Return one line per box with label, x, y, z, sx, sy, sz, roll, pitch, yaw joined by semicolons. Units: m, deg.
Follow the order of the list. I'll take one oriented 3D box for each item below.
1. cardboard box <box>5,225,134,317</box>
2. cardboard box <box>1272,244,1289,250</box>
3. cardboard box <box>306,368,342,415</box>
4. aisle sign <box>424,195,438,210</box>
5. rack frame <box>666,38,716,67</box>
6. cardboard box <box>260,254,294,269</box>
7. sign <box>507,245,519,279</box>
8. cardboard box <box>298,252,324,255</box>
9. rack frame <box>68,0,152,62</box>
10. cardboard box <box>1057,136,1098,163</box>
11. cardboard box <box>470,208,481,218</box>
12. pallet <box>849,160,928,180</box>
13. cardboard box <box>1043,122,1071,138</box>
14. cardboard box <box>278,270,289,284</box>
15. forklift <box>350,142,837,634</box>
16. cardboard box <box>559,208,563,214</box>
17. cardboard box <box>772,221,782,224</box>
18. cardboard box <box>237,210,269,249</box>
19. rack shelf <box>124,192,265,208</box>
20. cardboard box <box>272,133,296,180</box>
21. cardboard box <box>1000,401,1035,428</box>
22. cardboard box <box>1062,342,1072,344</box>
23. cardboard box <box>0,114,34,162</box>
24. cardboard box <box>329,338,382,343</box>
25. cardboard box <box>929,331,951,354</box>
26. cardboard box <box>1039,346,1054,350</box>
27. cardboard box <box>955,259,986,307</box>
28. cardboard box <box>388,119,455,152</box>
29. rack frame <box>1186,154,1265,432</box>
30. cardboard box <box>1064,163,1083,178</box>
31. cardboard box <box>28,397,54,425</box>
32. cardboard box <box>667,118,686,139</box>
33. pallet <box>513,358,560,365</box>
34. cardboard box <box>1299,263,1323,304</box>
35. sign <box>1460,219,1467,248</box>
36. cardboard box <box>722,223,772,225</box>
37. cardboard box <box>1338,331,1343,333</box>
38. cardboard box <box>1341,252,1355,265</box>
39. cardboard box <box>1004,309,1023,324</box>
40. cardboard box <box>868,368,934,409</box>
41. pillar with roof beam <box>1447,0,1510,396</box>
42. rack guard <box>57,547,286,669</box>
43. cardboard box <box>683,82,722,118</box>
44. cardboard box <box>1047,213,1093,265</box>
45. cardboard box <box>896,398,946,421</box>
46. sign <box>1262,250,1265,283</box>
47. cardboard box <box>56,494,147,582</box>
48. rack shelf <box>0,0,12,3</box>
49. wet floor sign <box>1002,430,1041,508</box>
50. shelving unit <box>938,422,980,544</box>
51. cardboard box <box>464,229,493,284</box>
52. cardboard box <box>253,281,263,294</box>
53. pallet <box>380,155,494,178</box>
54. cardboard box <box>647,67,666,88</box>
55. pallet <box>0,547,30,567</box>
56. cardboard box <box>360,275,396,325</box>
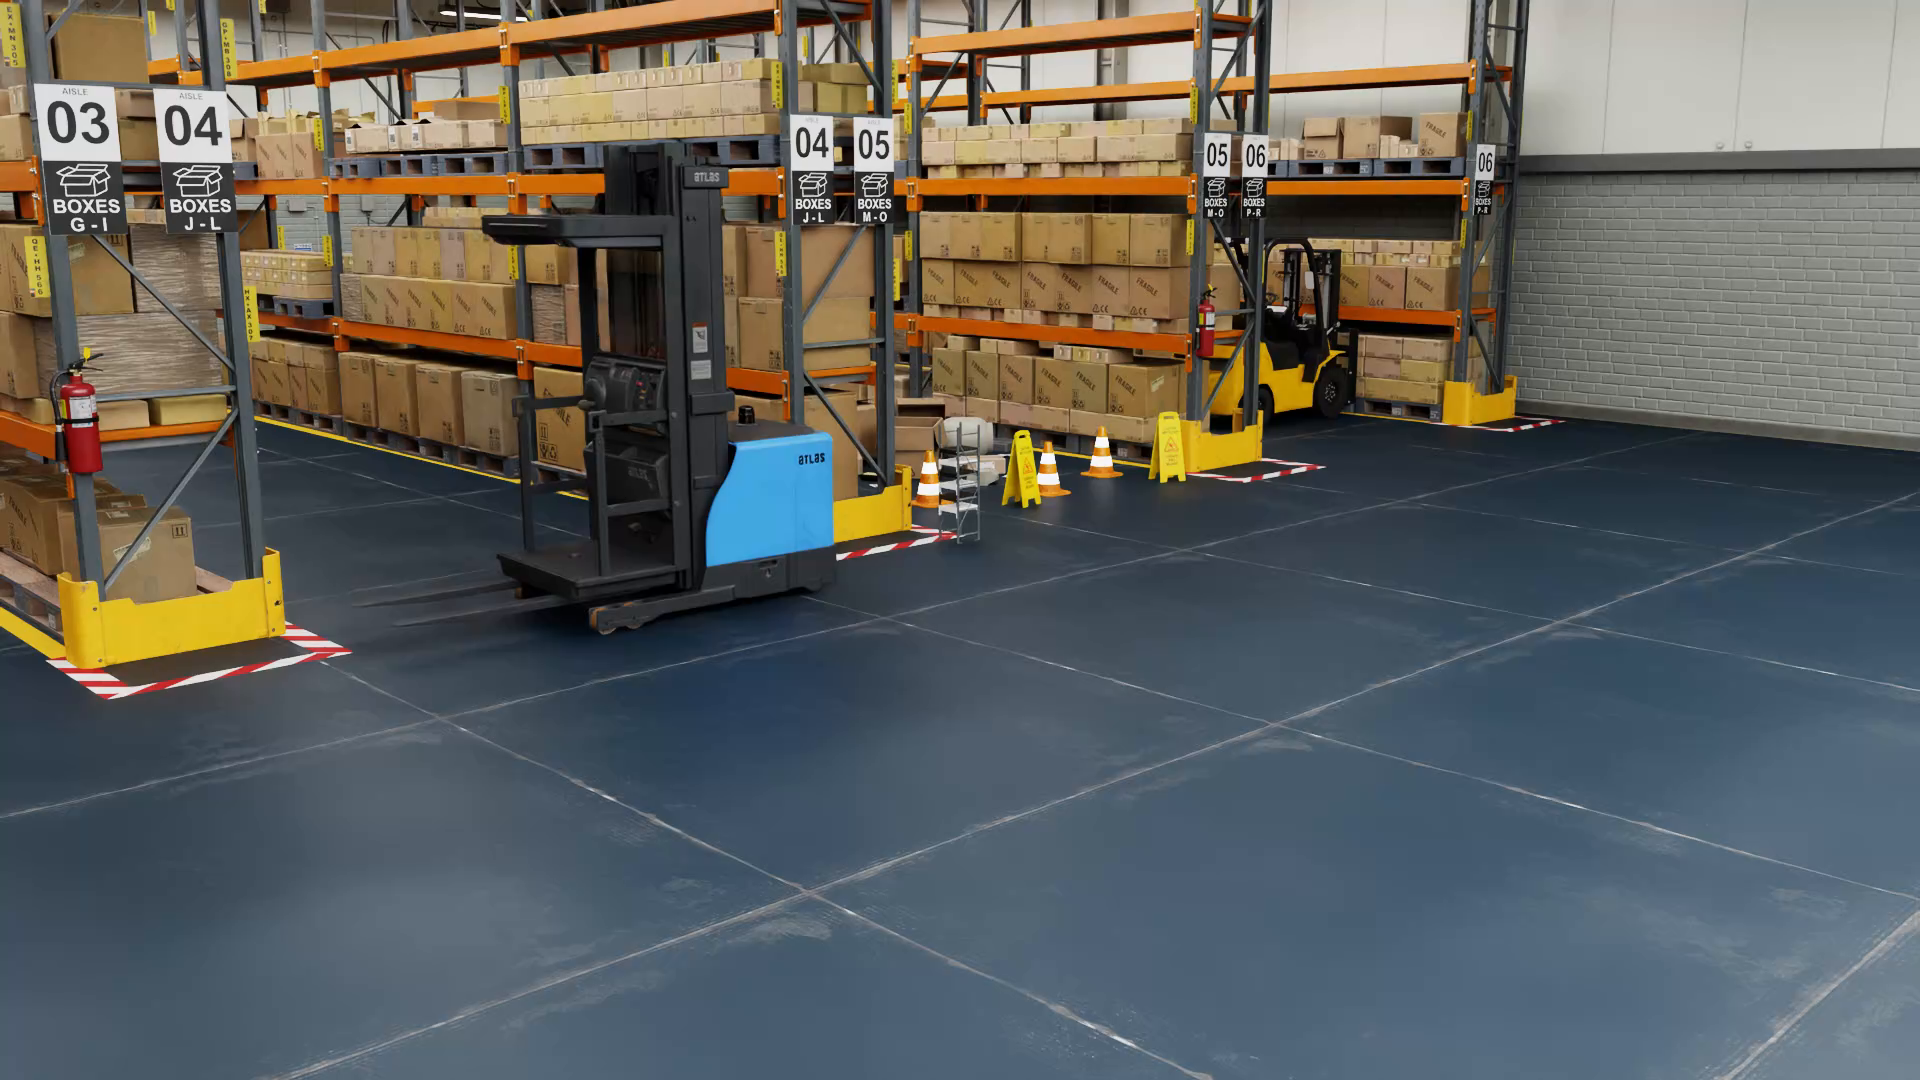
cardboard box;-5.135;-1.561;9.590;0.500;0.500;0.500;-11;16;-43
cardboard box;4.152;-3.764;21.156;0.380;0.149;0.250;-11;16;-43
cardboard box;-7.088;-1.715;18.958;0.500;0.500;0.500;-11;16;-43
aisle sign;-8.718;-5.790;27.138;0.394;0.787;0.004;-11;16;-43
rack frame;-4.871;-8.177;30.300;1.000;3.000;0.127;-11;16;-43
cardboard box;-7.816;-3.206;19.145;0.380;0.149;0.250;-11;16;-43
sign;-4.068;-2.542;15.142;0.100;0.325;0.005;-11;16;-43
cardboard box;-7.702;-3.371;19.949;0.380;0.149;0.250;-11;16;-43
rack frame;-11.969;-6.780;23.520;1.000;3.000;0.127;-11;16;-43
cardboard box;1.334;-3.938;16.795;0.500;0.250;0.500;-10;16;-41
cardboard box;-7.373;-5.080;25.803;0.250;0.149;0.380;11;16;44
pallet;-0.521;-4.277;19.270;1.213;0.211;1.003;-11;16;-43
cardboard box;1.060;-4.175;16.957;0.380;0.149;0.250;-10;16;-41
cardboard box;-7.484;-2.988;18.826;0.380;0.149;0.250;-10;16;-41
forklift;-2.281;-0.980;10.405;3.031;2.935;1.130;-10;15;-40
cardboard box;-5.915;-4.936;25.105;0.380;0.149;0.250;-11;16;-42
cardboard box;-2.945;-5.349;29.216;0.500;0.500;0.500;11;16;44
cardboard box;-9.342;-4.042;21.635;0.500;0.500;0.500;-10;16;-41
rack shelf;-10.588;-4.667;22.479;1.077;0.370;4.000;-11;16;-43
cardboard box;-7.377;-4.312;18.724;0.500;0.500;0.500;-11;16;-43
cardboard box;0.786;-1.377;17.935;0.500;0.250;0.500;-11;16;-43
cardboard box;1.996;-2.828;24.050;0.625;0.625;0.875;11;16;43
cardboard box;-5.093;-2.261;9.390;0.500;0.250;0.500;-10;16;-41
cardboard box;-7.096;-2.231;19.604;0.500;0.250;0.500;-11;16;-43
cardboard box;-0.132;-3.159;25.964;0.500;0.500;0.500;-11;16;-43
cardboard box;0.784;-1.898;18.607;0.500;0.500;0.500;-11;16;-42
cardboard box;0.294;-2.817;18.165;0.500;0.500;0.500;-11;16;-43
cardboard box;-5.403;-4.070;16.732;0.500;0.311;0.500;-11;16;-44
rack frame;2.591;-2.211;16.211;1.000;3.000;0.127;-11;16;-43
cardboard box;1.278;-3.761;16.923;0.250;0.149;0.380;11;16;44
cardboard box;-5.305;-0.786;9.916;0.380;0.149;0.250;-11;16;-43
cardboard box;-2.098;-3.257;13.189;0.380;0.149;0.250;-11;16;-43
pallet;-6.165;-2.719;25.585;1.003;0.211;1.213;-11;16;-43
cardboard box;4.587;-3.211;20.817;0.500;0.500;0.500;-11;16;-42
sign;5.776;-3.513;19.073;0.100;0.325;0.005;-11;16;-43
cardboard box;-1.883;-2.337;13.772;0.875;0.550;0.550;-11;16;-43
cardboard box;4.577;-2.497;20.893;0.500;0.250;0.500;-11;16;-44
cardboard box;4.832;-3.466;20.444;0.380;0.149;0.250;-11;16;-42
cardboard box;0.690;-2.393;17.717;0.380;0.149;0.250;-11;16;-42
cardboard box;-0.536;-1.790;19.637;0.950;0.372;0.625;-11;16;-42
pillar with roof beam;3.236;-5.469;17.157;9.100;9.000;0.400;-11;16;-43
rack guard;-4.629;0.383;9.814;1.175;0.500;0.348;-11;16;-43
cardboard box;-1.805;-3.408;12.934;0.500;0.250;0.500;-11;16;-42
cardboard box;1.309;-3.075;16.940;0.700;0.500;0.500;-11;16;-43
cardboard box;-0.416;-1.226;17.617;0.500;0.500;0.500;-1;12;-4
sign;2.983;-2.711;16.491;0.100;0.325;0.005;-11;16;-43
cardboard box;-5.434;0.012;10.572;0.500;0.500;0.500;-6;13;-28
rack shelf;-5.958;-3.707;10.393;1.077;0.370;4.000;-11;16;-43
wet floor sign;0.532;-0.625;14.348;0.232;0.644;0.267;8;14;35
shelving unit;-0.005;-0.442;12.826;0.258;0.900;0.210;-11;16;-43
cardboard box;-4.386;-2.776;16.225;0.700;0.500;0.500;-11;16;-43
cardboard box;-7.999;-2.953;19.392;0.380;0.149;0.250;-10;15;-41
pallet;-5.187;-3.802;16.965;1.003;0.211;1.213;-10;15;-40
cardboard box;-2.276;-3.686;13.291;0.380;0.149;0.250;-11;16;-43
pallet;-6.850;0.045;12.171;1.003;0.211;1.213;-11;16;-43
cardboard box;-5.976;-2.546;17.590;0.500;0.500;0.500;-11;16;-43
